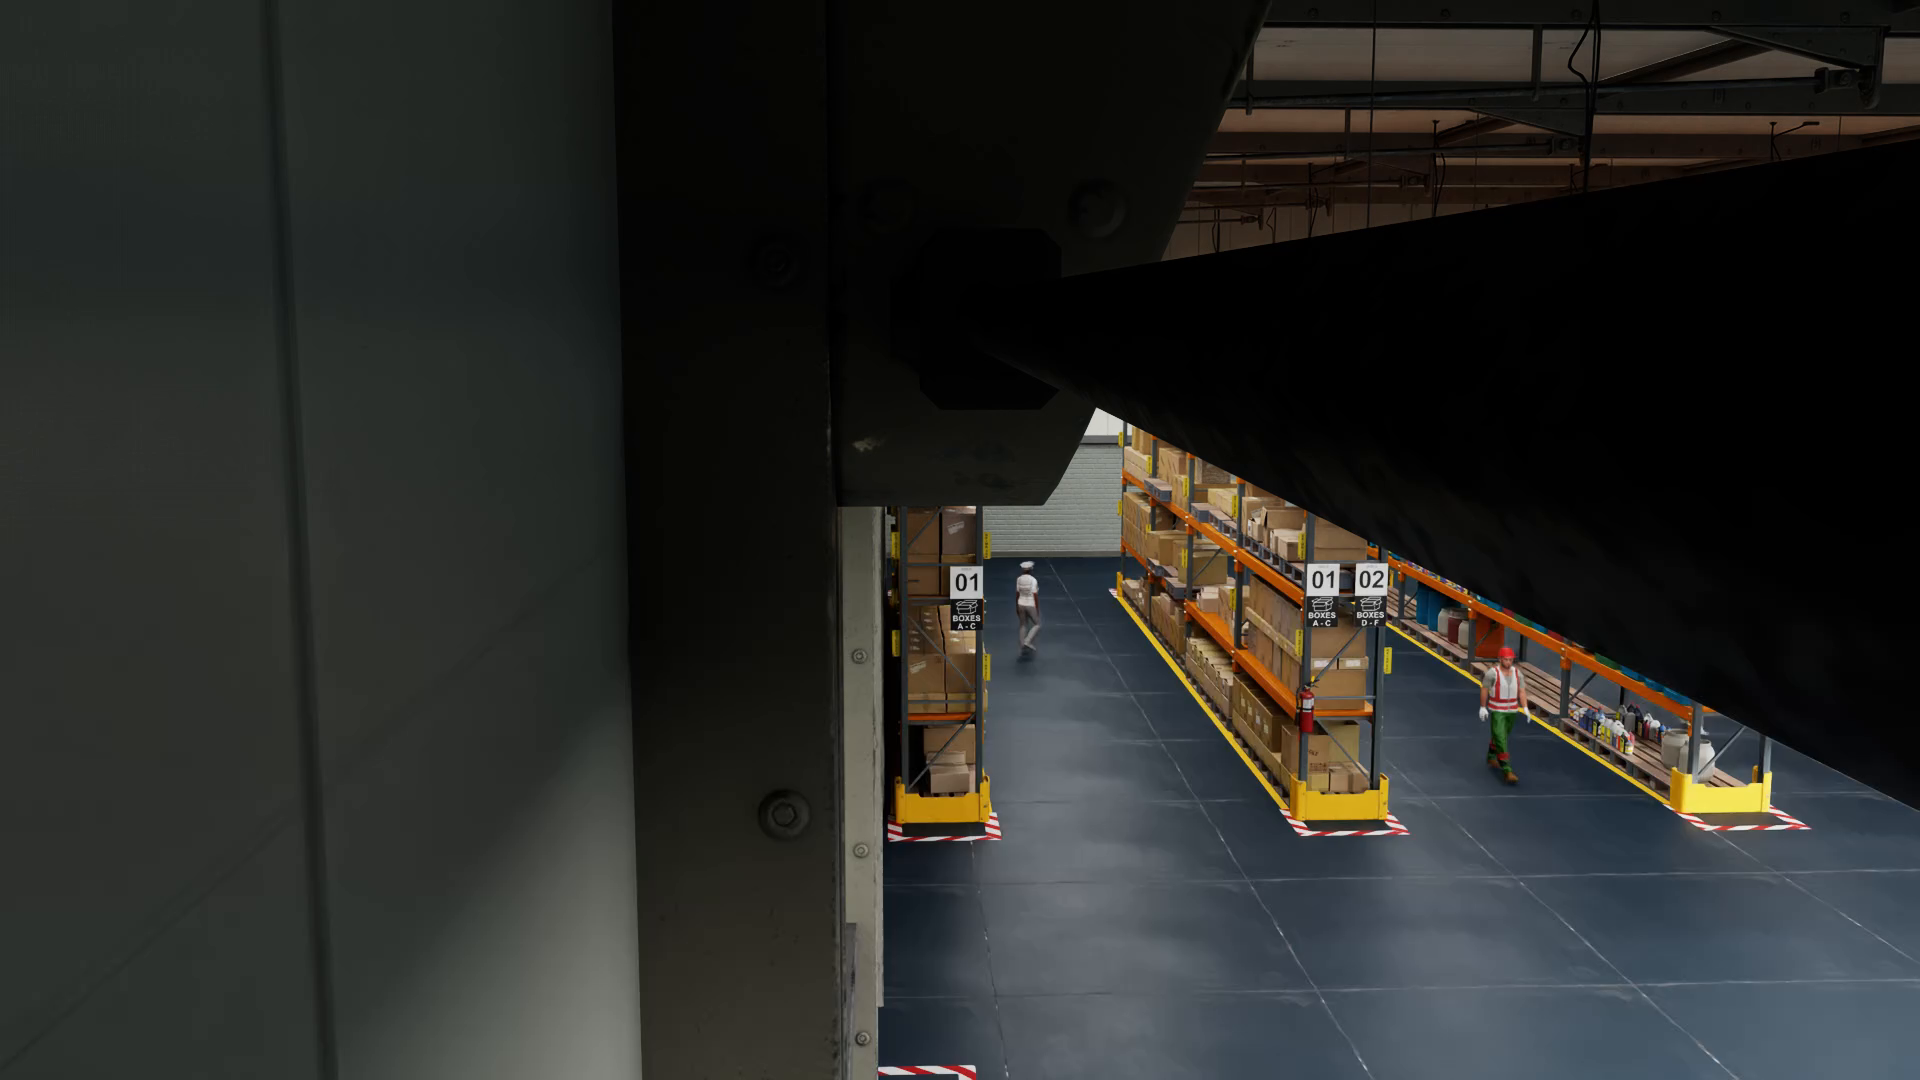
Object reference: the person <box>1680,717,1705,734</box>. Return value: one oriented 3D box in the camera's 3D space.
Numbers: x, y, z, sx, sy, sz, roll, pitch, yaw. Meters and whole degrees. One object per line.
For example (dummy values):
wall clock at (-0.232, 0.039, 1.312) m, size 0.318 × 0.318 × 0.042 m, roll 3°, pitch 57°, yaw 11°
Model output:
person at (11.040, 2.016, 24.874) m, size 0.508 × 1.672 × 0.686 m, roll -2°, pitch 8°, yaw -14°

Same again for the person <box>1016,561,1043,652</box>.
person at (1.222, 1.230, 30.375) m, size 0.488 × 1.687 × 0.446 m, roll 6°, pitch 10°, yaw 38°

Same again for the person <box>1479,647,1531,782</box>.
person at (7.363, 2.310, 22.405) m, size 0.550 × 1.737 × 1.020 m, roll -2°, pitch 8°, yaw -11°
